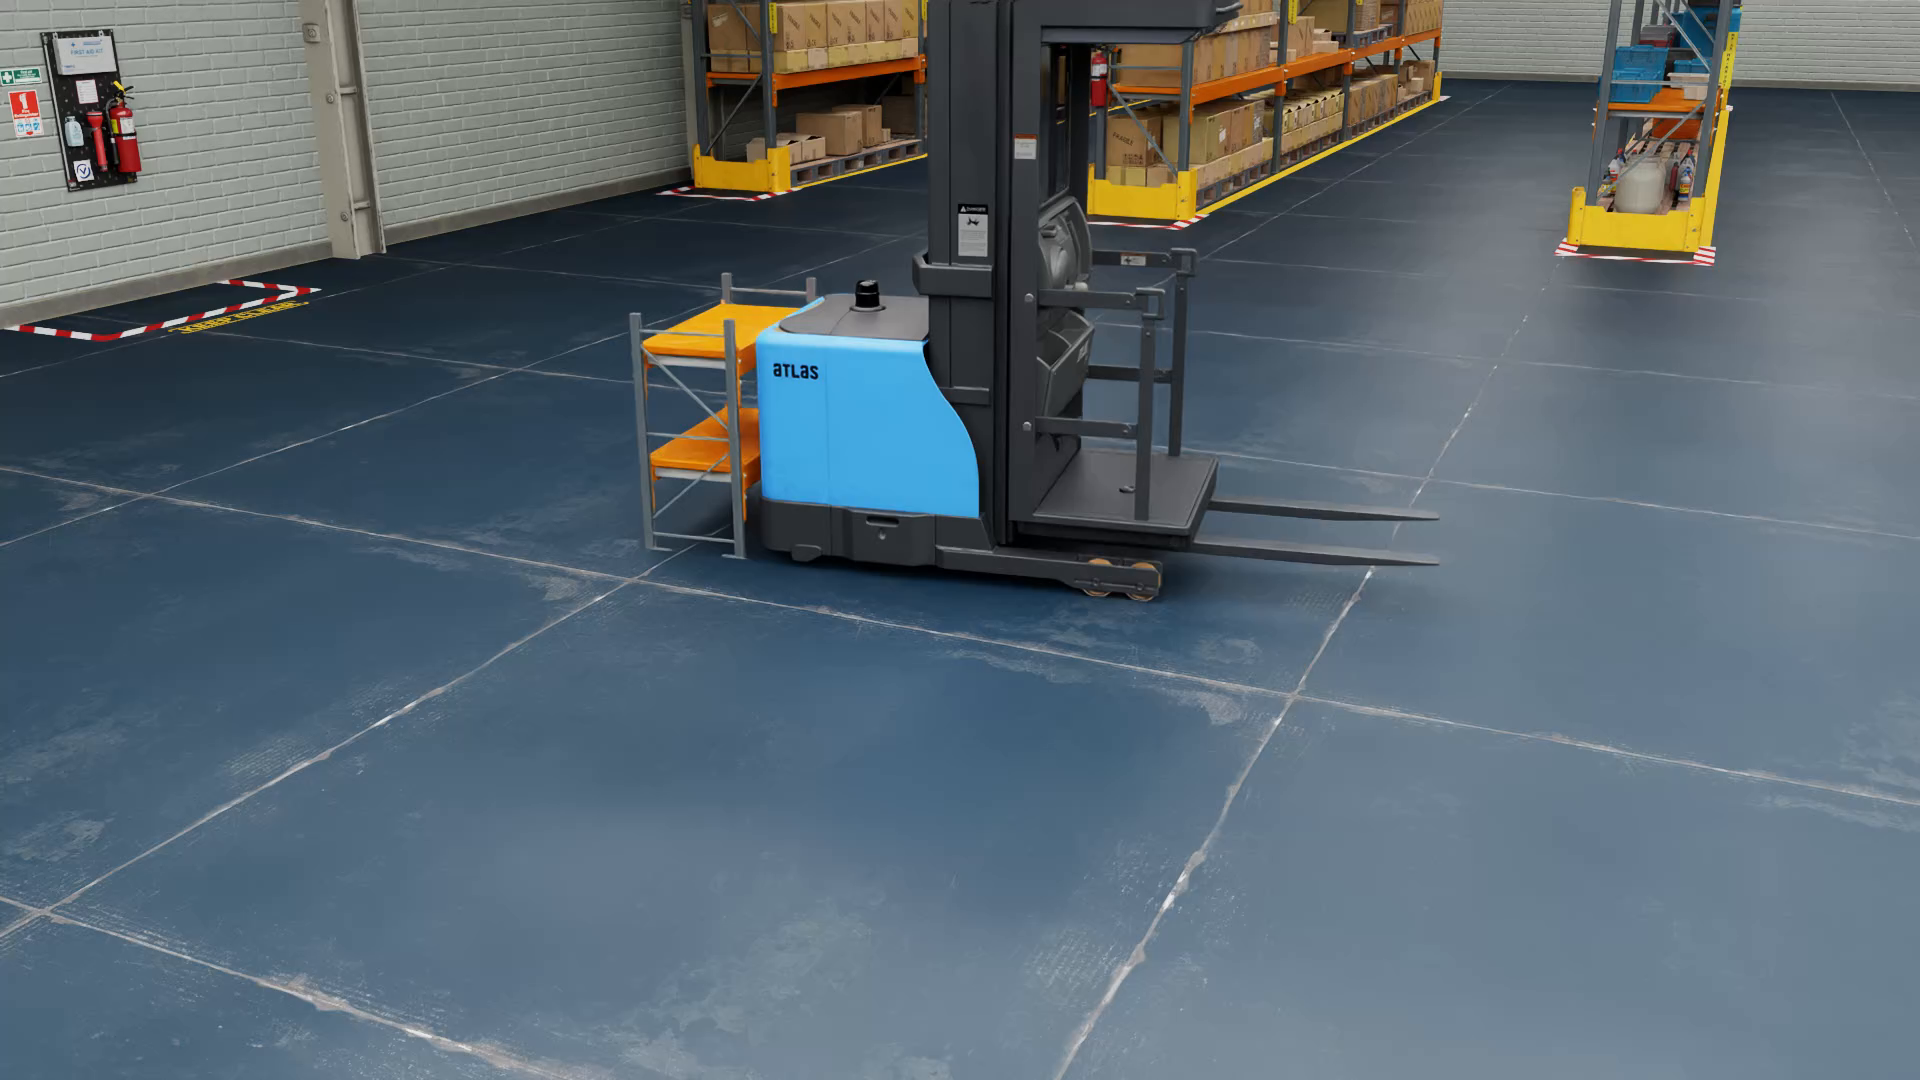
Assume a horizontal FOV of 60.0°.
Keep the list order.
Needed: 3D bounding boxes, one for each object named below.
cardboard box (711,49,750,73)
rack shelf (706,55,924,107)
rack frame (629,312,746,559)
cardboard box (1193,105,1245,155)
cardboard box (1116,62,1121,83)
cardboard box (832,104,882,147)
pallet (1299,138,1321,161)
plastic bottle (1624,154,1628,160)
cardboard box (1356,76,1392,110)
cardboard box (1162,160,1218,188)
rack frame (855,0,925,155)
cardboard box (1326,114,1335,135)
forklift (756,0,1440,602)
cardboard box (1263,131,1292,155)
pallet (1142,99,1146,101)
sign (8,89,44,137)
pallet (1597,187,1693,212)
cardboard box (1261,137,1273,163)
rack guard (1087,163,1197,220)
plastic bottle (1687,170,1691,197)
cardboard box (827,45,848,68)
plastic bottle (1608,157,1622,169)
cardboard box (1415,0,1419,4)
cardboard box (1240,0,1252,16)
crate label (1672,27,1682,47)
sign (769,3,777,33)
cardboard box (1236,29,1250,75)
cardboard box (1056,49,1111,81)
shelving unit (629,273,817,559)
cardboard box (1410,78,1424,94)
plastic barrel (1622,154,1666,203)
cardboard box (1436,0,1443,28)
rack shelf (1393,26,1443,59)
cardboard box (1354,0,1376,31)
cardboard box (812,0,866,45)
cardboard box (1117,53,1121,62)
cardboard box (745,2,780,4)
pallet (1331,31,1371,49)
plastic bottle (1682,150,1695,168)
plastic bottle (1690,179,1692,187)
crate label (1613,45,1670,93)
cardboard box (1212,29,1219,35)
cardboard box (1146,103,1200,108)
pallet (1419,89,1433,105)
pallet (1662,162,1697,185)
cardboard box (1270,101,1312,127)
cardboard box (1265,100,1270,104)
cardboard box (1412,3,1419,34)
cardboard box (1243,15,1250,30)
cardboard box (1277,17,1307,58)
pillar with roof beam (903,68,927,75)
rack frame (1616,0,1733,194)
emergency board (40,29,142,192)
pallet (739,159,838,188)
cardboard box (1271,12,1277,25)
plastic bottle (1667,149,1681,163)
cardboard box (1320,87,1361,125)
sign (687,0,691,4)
[{"bbox_3d":[-2.592,-5.666,19.617,0.500,0.250,0.500,9,21,23],"label":"cardboard box"},{"bbox_3d":[-1.788,-5.830,20.959,1.077,0.370,4.000,9,21,23],"label":"rack shelf"},{"bbox_3d":[-1.240,-0.468,7.605,0.500,1.125,0.032,5,20,15],"label":"rack frame"},{"bbox_3d":[2.953,-4.726,19.139,0.500,0.500,0.500,9,21,23],"label":"cardboard box"},{"bbox_3d":[2.707,-8.460,30.385,0.700,0.500,0.500,9,21,23],"label":"cardboard box"},{"bbox_3d":[-1.358,-5.487,21.995,0.500,0.500,0.500,7,21,19],"label":"cardboard box"},{"bbox_3d":[4.316,-5.393,22.817,1.003,0.211,1.213,9,21,23],"label":"pallet"},{"bbox_3d":[7.431,-4.205,18.724,0.152,0.276,0.135,9,22,25],"label":"plastic bottle"},{"bbox_3d":[6.677,-7.237,26.914,0.500,0.500,0.500,9,21,23],"label":"cardboard box"},{"bbox_3d":[2.538,-4.068,18.408,0.500,0.250,0.500,9,21,23],"label":"cardboard box"},{"bbox_3d":[-0.969,-6.780,22.557,1.000,3.000,0.127,9,21,23],"label":"rack frame"},{"bbox_3d":[4.989,-5.874,23.487,0.500,0.250,0.500,8,21,22],"label":"cardboard box"},{"bbox_3d":[0.652,-1.311,7.281,3.031,2.935,1.130,5,20,14],"label":"forklift"},{"bbox_3d":[3.943,-5.093,21.291,0.500,0.250,0.500,8,21,21],"label":"cardboard box"},{"bbox_3d":[3.188,-8.508,31.577,1.003,0.211,1.213,9,21,23],"label":"pallet"},{"bbox_3d":[-6.934,-3.168,12.346,0.001,0.329,0.234,9,21,23],"label":"sign"},{"bbox_3d":[7.258,-3.533,17.588,1.003,0.211,1.213,9,21,23],"label":"pallet"},{"bbox_3d":[3.561,-4.832,20.557,0.500,0.250,0.500,9,21,23],"label":"cardboard box"},{"bbox_3d":[1.904,-3.694,17.609,1.175,0.500,0.348,9,21,23],"label":"rack guard"},{"bbox_3d":[7.567,-3.704,17.304,0.061,0.283,0.133,9,21,24],"label":"plastic bottle"},{"bbox_3d":[-1.704,-5.917,20.325,0.500,0.250,0.500,8,21,22],"label":"cardboard box"},{"bbox_3d":[7.033,-3.946,17.884,0.144,0.351,0.185,10,22,25],"label":"plastic bottle"},{"bbox_3d":[7.488,-9.329,28.082,0.500,0.500,0.500,8,21,21],"label":"cardboard box"},{"bbox_3d":[2.964,-6.316,19.166,0.700,0.500,0.500,9,21,23],"label":"cardboard box"},{"bbox_3d":[9.054,-6.394,21.417,0.502,0.435,0.616,9,21,23],"label":"crate label"},{"bbox_3d":[-2.112,-5.891,18.765,0.100,0.325,0.005,9,21,23],"label":"sign"},{"bbox_3d":[2.957,-5.697,19.363,0.700,0.500,0.500,9,21,24],"label":"cardboard box"},{"bbox_3d":[2.159,-8.194,29.115,0.750,0.750,0.750,9,21,23],"label":"cardboard box"},{"bbox_3d":[-1.100,-0.632,8.065,0.538,1.125,1.048,5,20,15],"label":"shelving unit"},{"bbox_3d":[8.051,-8.195,29.984,0.500,0.250,0.500,9,21,23],"label":"cardboard box"},{"bbox_3d":[6.836,-3.589,16.669,0.421,0.512,0.421,0,20,0],"label":"plastic barrel"},{"bbox_3d":[8.531,-9.643,30.457,0.500,0.500,0.500,9,22,24],"label":"cardboard box"},{"bbox_3d":[7.647,-8.820,29.365,1.077,0.370,4.000,9,21,23],"label":"rack shelf"},{"bbox_3d":[5.894,-8.031,25.298,0.700,0.500,0.500,13,23,33],"label":"cardboard box"},{"bbox_3d":[-1.508,-6.420,20.620,0.500,0.500,0.500,9,22,24],"label":"cardboard box"},{"bbox_3d":[3.013,-8.846,30.501,0.380,0.149,0.250,9,22,25],"label":"cardboard box"},{"bbox_3d":[-2.393,-6.175,19.931,0.500,0.500,0.500,9,21,23],"label":"cardboard box"},{"bbox_3d":[5.403,-7.451,24.729,1.213,0.211,1.003,9,21,23],"label":"pallet"},{"bbox_3d":[8.069,-4.144,18.440,0.144,0.351,0.185,8,21,21],"label":"plastic bottle"},{"bbox_3d":[7.764,-3.827,17.772,0.097,0.201,0.097,0,20,0],"label":"plastic bottle"},{"bbox_3d":[6.938,-4.814,16.977,0.502,0.435,0.616,9,21,23],"label":"crate label"},{"bbox_3d":[2.585,-5.556,17.997,0.380,0.149,0.250,8,21,22],"label":"cardboard box"},{"bbox_3d":[2.464,-4.800,19.346,0.500,0.500,0.500,9,21,23],"label":"cardboard box"},{"bbox_3d":[8.109,-8.189,30.680,1.003,0.211,1.213,9,21,23],"label":"pallet"},{"bbox_3d":[8.356,-4.352,19.892,1.003,0.211,1.213,9,21,23],"label":"pallet"},{"bbox_3d":[4.369,-5.671,22.078,0.500,0.311,0.500,8,21,21],"label":"cardboard box"},{"bbox_3d":[3.870,-5.743,22.282,0.500,0.311,0.500,8,21,23],"label":"cardboard box"},{"bbox_3d":[7.492,-8.870,28.283,0.500,0.500,0.500,9,21,24],"label":"cardboard box"},{"bbox_3d":[3.115,-5.954,19.116,0.380,0.149,0.250,9,22,24],"label":"cardboard box"},{"bbox_3d":[4.302,-6.695,22.170,0.500,0.500,0.500,9,21,23],"label":"cardboard box"},{"bbox_3d":[3.275,-9.960,22.546,9.100,9.000,0.400,9,21,23],"label":"pillar with roof beam"},{"bbox_3d":[8.069,-5.421,18.735,1.000,3.000,0.127,9,21,23],"label":"rack frame"},{"bbox_3d":[-6.613,-3.306,12.787,0.194,1.169,0.643,9,21,23],"label":"emergency board"},{"bbox_3d":[-2.211,-4.510,20.336,1.003,0.211,1.213,9,21,23],"label":"pallet"},{"bbox_3d":[3.636,-6.342,20.207,0.380,0.149,0.250,9,21,23],"label":"cardboard box"},{"bbox_3d":[7.937,-4.163,18.496,0.144,0.351,0.185,9,21,23],"label":"plastic bottle"},{"bbox_3d":[5.637,-6.454,24.714,0.500,0.500,0.500,10,22,25],"label":"cardboard box"},{"bbox_3d":[-3.105,-6.334,19.103,0.100,0.325,0.005,9,21,23],"label":"sign"}]
